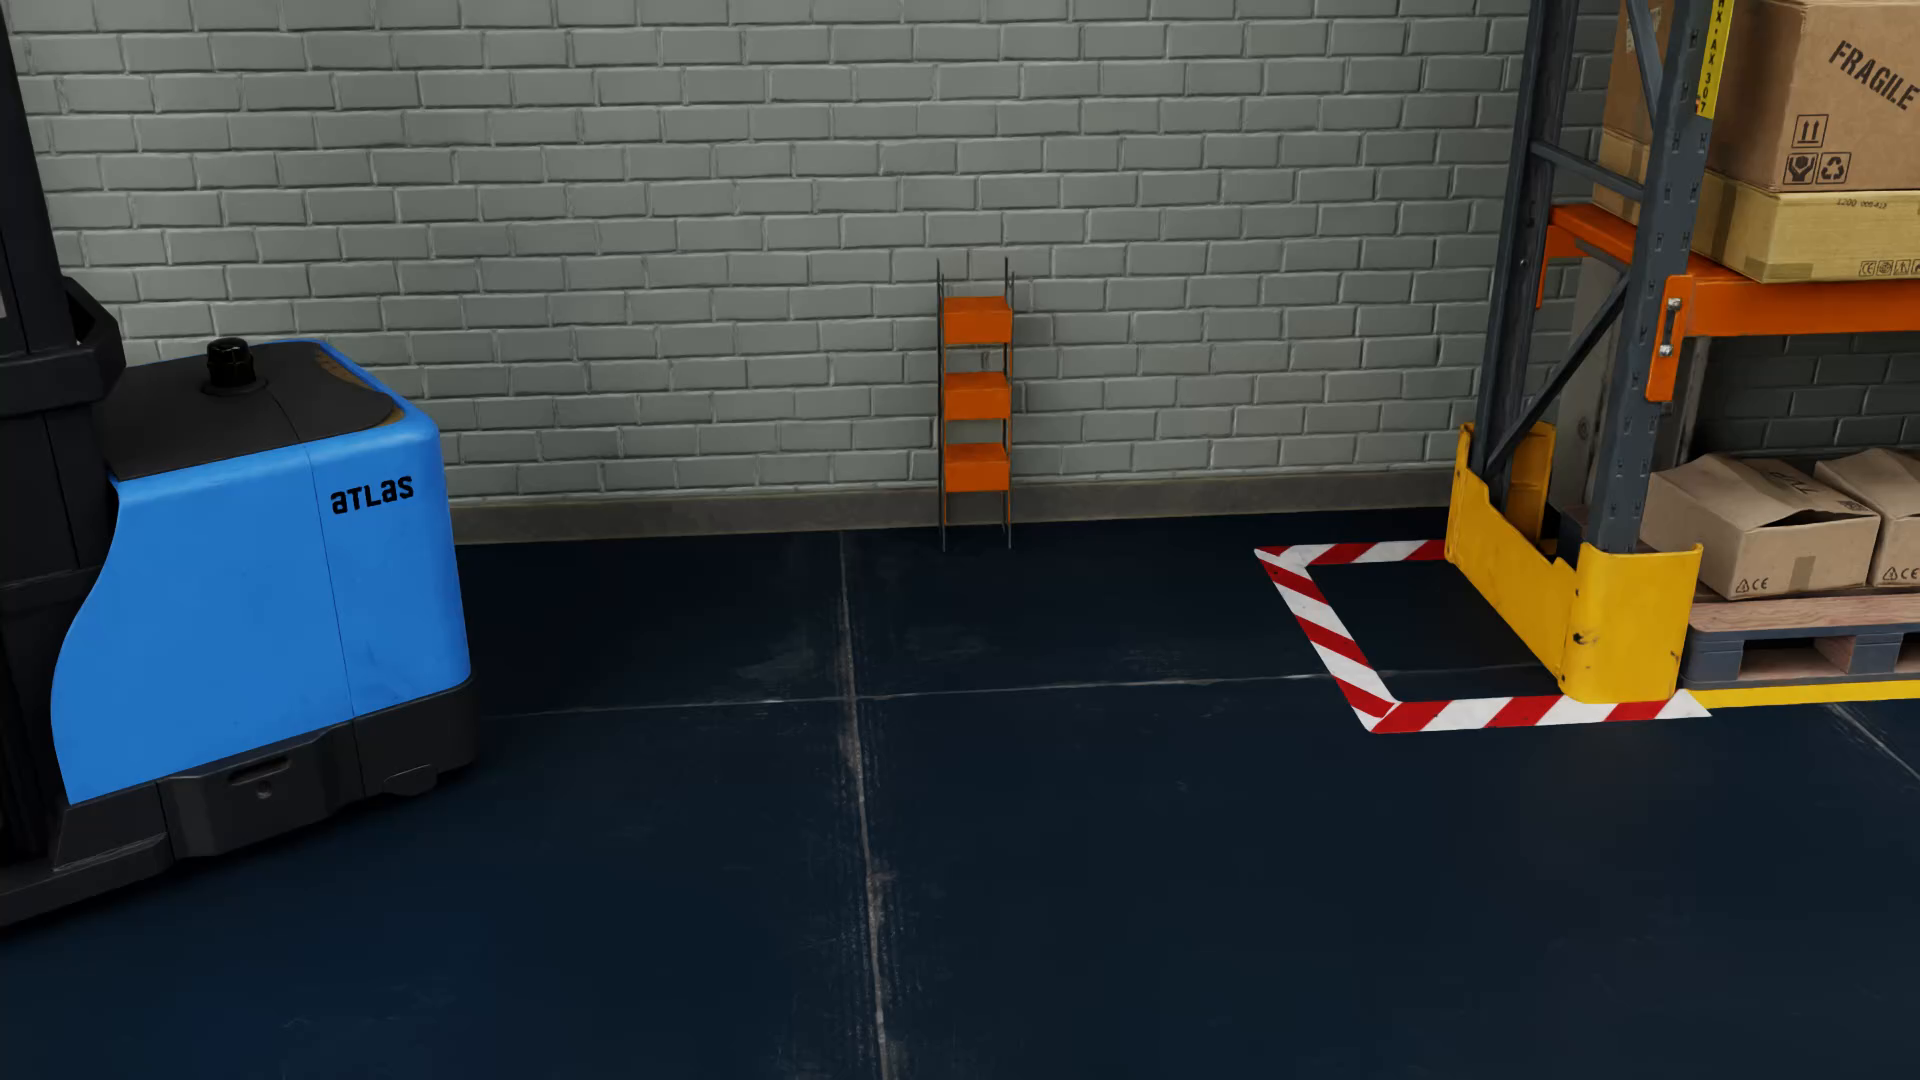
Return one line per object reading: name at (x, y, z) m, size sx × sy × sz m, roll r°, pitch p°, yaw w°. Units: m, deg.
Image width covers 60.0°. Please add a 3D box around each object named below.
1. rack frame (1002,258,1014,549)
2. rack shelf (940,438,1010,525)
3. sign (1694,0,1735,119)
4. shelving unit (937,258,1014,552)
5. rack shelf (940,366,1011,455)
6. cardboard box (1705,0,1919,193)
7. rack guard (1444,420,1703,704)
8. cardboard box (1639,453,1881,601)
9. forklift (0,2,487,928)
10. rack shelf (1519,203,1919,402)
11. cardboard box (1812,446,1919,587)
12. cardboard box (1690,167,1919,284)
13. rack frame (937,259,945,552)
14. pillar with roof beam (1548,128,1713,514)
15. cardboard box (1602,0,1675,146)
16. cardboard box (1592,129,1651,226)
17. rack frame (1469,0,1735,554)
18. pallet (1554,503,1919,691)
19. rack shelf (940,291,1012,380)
rack frame at (0.175, -0.487, 6.053) m, size 0.008 × 1.050 × 0.200 m, roll -2°, pitch 24°, yaw -5°
rack shelf at (0.053, -0.218, 6.159) m, size 0.240 × 0.259 × 0.215 m, roll -2°, pitch 24°, yaw -5°
sign at (1.982, -1.280, 4.371) m, size 0.005 × 0.325 × 0.100 m, roll -2°, pitch 24°, yaw -5°
shelving unit at (0.053, -0.482, 6.042) m, size 0.252 × 1.050 × 0.215 m, roll -2°, pitch 24°, yaw -5°
rack shelf at (0.053, -0.472, 6.046) m, size 0.240 × 0.259 × 0.215 m, roll -2°, pitch 24°, yaw -5°
cardboard box at (2.433, -1.284, 4.683) m, size 0.500 × 0.500 × 0.500 m, roll -2°, pitch 24°, yaw -5°
rack guard at (2.004, 0.036, 5.554) m, size 0.348 × 0.500 × 1.175 m, roll -2°, pitch 24°, yaw -5°
cardboard box at (2.626, -0.067, 5.477) m, size 0.500 × 0.311 × 0.500 m, roll -5°, pitch 24°, yaw -11°
forklift at (-2.830, -0.465, 3.687) m, size 3.031 × 2.935 × 1.130 m, roll -17°, pitch 29°, yaw -34°
rack shelf at (3.918, -0.855, 5.366) m, size 4.000 × 0.370 × 1.077 m, roll -2°, pitch 24°, yaw -5°
cardboard box at (3.193, -0.090, 5.528) m, size 0.500 × 0.311 × 0.500 m, roll 0°, pitch 24°, yaw -1°
cardboard box at (2.445, -0.935, 4.821) m, size 0.500 × 0.250 × 0.500 m, roll -3°, pitch 24°, yaw -7°
rack frame at (-0.068, -0.477, 6.031) m, size 0.008 × 1.050 × 0.200 m, roll -2°, pitch 24°, yaw -5°
pillar with roof beam at (2.963, -2.482, 0.756) m, size 0.400 × 9.000 × 9.100 m, roll -2°, pitch 24°, yaw -5°
cardboard box at (2.376, -1.492, 5.150) m, size 0.500 × 0.500 × 0.500 m, roll -3°, pitch 24°, yaw -6°
cardboard box at (2.374, -1.141, 5.284) m, size 0.500 × 0.250 × 0.500 m, roll -2°, pitch 24°, yaw -4°
rack frame at (1.928, -1.104, 5.040) m, size 0.127 × 3.000 × 1.000 m, roll -2°, pitch 24°, yaw -5°
pallet at (2.816, 0.149, 5.654) m, size 1.213 × 0.211 × 1.003 m, roll -2°, pitch 24°, yaw -5°
rack shelf at (0.053, -0.732, 5.931) m, size 0.240 × 0.259 × 0.215 m, roll -2°, pitch 24°, yaw -5°
